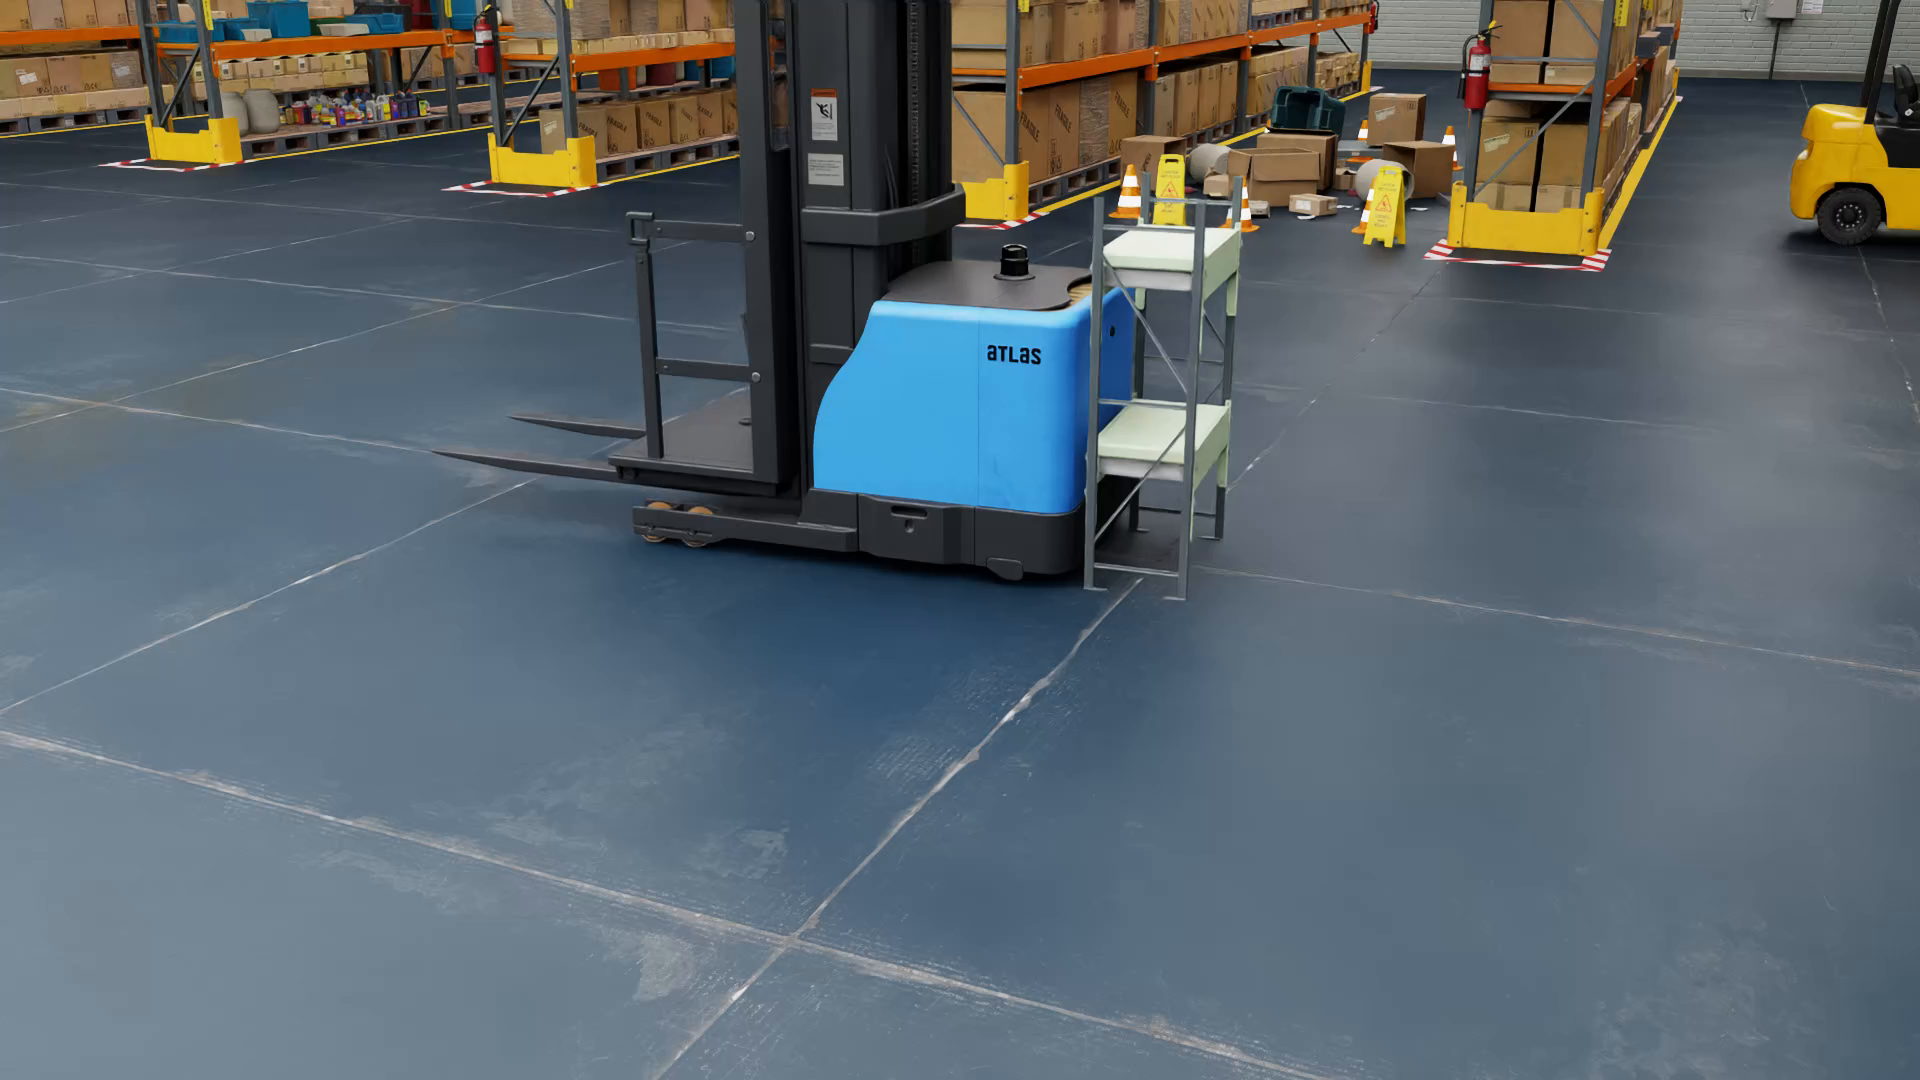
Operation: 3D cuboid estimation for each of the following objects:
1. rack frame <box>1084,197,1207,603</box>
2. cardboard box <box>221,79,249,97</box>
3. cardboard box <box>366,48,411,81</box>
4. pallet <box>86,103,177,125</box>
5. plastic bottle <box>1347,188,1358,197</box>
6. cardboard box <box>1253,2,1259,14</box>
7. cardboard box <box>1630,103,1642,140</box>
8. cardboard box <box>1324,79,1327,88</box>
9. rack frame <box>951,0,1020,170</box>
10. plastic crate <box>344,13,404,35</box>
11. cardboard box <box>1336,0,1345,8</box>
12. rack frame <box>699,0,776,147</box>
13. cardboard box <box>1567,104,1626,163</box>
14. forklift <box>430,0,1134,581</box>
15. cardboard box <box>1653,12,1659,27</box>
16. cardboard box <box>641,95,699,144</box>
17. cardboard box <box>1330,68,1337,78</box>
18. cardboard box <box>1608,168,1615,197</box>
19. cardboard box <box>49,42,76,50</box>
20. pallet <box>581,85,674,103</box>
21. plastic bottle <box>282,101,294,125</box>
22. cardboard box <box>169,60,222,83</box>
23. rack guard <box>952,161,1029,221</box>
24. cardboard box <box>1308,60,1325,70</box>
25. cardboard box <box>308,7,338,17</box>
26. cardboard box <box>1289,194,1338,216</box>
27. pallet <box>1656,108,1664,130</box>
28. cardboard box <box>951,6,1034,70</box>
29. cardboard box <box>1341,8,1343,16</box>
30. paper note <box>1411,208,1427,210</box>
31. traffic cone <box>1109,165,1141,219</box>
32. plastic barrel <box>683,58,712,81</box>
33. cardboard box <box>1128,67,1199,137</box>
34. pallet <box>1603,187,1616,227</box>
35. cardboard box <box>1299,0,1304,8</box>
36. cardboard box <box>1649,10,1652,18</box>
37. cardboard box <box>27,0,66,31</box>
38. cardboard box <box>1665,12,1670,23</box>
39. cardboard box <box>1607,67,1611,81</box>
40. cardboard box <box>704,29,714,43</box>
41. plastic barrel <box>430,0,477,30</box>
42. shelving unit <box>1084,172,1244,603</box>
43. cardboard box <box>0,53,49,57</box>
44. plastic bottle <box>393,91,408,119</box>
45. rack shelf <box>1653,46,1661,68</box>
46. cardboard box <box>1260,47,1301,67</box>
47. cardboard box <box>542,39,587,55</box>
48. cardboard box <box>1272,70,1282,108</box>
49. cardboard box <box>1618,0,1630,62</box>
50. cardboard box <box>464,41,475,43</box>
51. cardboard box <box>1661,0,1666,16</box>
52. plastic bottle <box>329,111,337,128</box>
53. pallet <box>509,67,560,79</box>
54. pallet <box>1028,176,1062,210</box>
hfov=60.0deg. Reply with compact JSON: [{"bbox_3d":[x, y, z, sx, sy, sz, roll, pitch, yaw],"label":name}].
[{"bbox_3d":[0.671,-0.495,6.121,0.400,1.500,0.023,7,21,18],"label":"rack frame"},{"bbox_3d":[-11.222,-6.897,25.363,0.500,0.250,0.500,9,22,24],"label":"cardboard box"},{"bbox_3d":[-9.739,-8.102,28.348,0.500,0.500,0.500,10,22,25],"label":"cardboard box"},{"bbox_3d":[-12.188,-6.198,24.083,1.003,0.211,1.213,9,21,23],"label":"pallet"},{"bbox_3d":[4.014,-3.508,16.741,0.133,0.061,0.283,13,23,32],"label":"plastic bottle"},{"bbox_3d":[3.811,-7.171,22.405,0.380,0.149,0.250,10,22,25],"label":"cardboard box"},{"bbox_3d":[7.651,-5.041,19.961,0.950,0.372,0.625,7,21,19],"label":"cardboard box"},{"bbox_3d":[5.714,-7.381,26.875,0.380,0.149,0.250,8,21,20],"label":"cardboard box"},{"bbox_3d":[0.058,-4.455,15.019,1.000,3.000,0.127,9,21,23],"label":"rack frame"},{"bbox_3d":[-7.512,-6.623,21.338,0.499,0.251,0.616,9,21,23],"label":"plastic crate"},{"bbox_3d":[5.840,-8.729,26.443,0.500,0.500,0.500,8,21,22],"label":"cardboard box"},{"bbox_3d":[-2.788,-6.389,20.458,1.000,3.000,0.127,9,21,23],"label":"rack frame"},{"bbox_3d":[5.841,-3.756,15.410,0.500,0.500,0.500,10,22,26],"label":"cardboard box"},{"bbox_3d":[-0.835,-1.507,6.831,3.031,2.935,1.130,7,21,18],"label":"forklift"},{"bbox_3d":[7.656,-5.862,18.724,0.380,0.149,0.250,9,21,24],"label":"cardboard box"},{"bbox_3d":[-3.398,-4.916,19.419,0.500,0.500,0.500,7,21,18],"label":"cardboard box"},{"bbox_3d":[5.909,-7.586,27.006,0.380,0.149,0.250,8,21,22],"label":"cardboard box"},{"bbox_3d":[5.626,-3.241,15.083,0.500,0.250,0.500,10,22,26],"label":"cardboard box"},{"bbox_3d":[-15.450,-8.483,28.300,0.500,0.250,0.500,8,21,22],"label":"cardboard box"},{"bbox_3d":[-5.383,-7.224,26.968,1.003,0.211,1.213,9,21,23],"label":"pallet"},{"bbox_3d":[-8.561,-5.433,21.167,0.061,0.283,0.133,9,22,24],"label":"plastic bottle"},{"bbox_3d":[-11.427,-7.008,24.839,0.500,0.311,0.500,9,21,23],"label":"cardboard box"},{"bbox_3d":[0.048,-3.270,15.417,1.175,0.500,0.348,9,21,23],"label":"rack guard"},{"bbox_3d":[5.614,-7.578,26.541,0.380,0.149,0.250,8,21,21],"label":"cardboard box"},{"bbox_3d":[-10.302,-8.541,26.884,0.380,0.149,0.250,9,21,23],"label":"cardboard box"},{"bbox_3d":[3.309,-3.141,15.579,0.250,0.149,0.380,-14,24,-33],"label":"cardboard box"},{"bbox_3d":[9.282,-5.915,23.286,1.003,0.211,1.213,9,21,23],"label":"pallet"},{"bbox_3d":[0.169,-4.645,15.330,0.875,0.550,0.550,9,21,23],"label":"cardboard box"},{"bbox_3d":[6.033,-8.624,27.117,0.380,0.149,0.250,9,21,24],"label":"cardboard box"},{"bbox_3d":[4.363,-3.148,15.774,0.142,0.019,0.148,1,20,4],"label":"paper note"},{"bbox_3d":[1.571,-3.227,15.353,0.336,0.463,0.334,9,21,23],"label":"traffic cone"},{"bbox_3d":[-4.559,-8.343,28.457,0.600,0.901,0.708,9,21,23],"label":"plastic barrel"},{"bbox_3d":[2.267,-5.312,20.160,1.050,0.750,0.750,9,21,23],"label":"cardboard box"},{"bbox_3d":[5.512,-3.131,15.458,1.003,0.211,1.213,9,21,23],"label":"pallet"},{"bbox_3d":[4.884,-7.975,24.664,0.380,0.149,0.250,9,21,23],"label":"cardboard box"},{"bbox_3d":[6.912,-5.672,17.221,0.500,0.500,0.500,9,21,23],"label":"cardboard box"},{"bbox_3d":[-12.627,-7.189,22.556,0.700,0.500,0.500,9,22,24],"label":"cardboard box"},{"bbox_3d":[9.366,-7.077,22.616,0.500,0.250,0.500,8,21,22],"label":"cardboard box"},{"bbox_3d":[5.216,-3.913,13.870,0.380,0.149,0.250,8,21,21],"label":"cardboard box"},{"bbox_3d":[-3.099,-5.871,19.377,0.380,0.149,0.250,9,21,23],"label":"cardboard box"},{"bbox_3d":[-6.872,-7.382,22.500,0.600,0.901,0.708,9,21,23],"label":"plastic barrel"},{"bbox_3d":[0.791,-0.611,6.447,0.431,1.500,0.755,7,21,18],"label":"shelving unit"},{"bbox_3d":[-12.911,-6.448,22.980,0.500,0.500,0.500,9,21,23],"label":"cardboard box"},{"bbox_3d":[-7.386,-5.733,21.909,0.144,0.351,0.185,7,21,20],"label":"plastic bottle"},{"bbox_3d":[8.710,-6.525,21.912,1.077,0.370,4.000,9,21,23],"label":"rack shelf"},{"bbox_3d":[4.675,-7.079,24.382,0.500,0.250,0.500,10,22,25],"label":"cardboard box"},{"bbox_3d":[-4.091,-5.102,17.215,0.380,0.149,0.250,9,21,23],"label":"cardboard box"},{"bbox_3d":[4.265,-6.414,23.630,0.500,0.500,0.500,8,21,21],"label":"cardboard box"},{"bbox_3d":[5.272,-4.259,13.876,0.500,0.500,0.500,9,22,24],"label":"cardboard box"},{"bbox_3d":[-9.176,-8.946,30.720,0.500,0.500,0.500,9,21,23],"label":"cardboard box"},{"bbox_3d":[8.537,-6.696,20.798,0.500,0.250,0.500,9,22,24],"label":"cardboard box"},{"bbox_3d":[-7.875,-5.278,20.853,0.097,0.201,0.097,0,20,0],"label":"plastic bottle"},{"bbox_3d":[-8.266,-9.091,32.217,1.003,0.211,1.213,9,21,23],"label":"pallet"},{"bbox_3d":[0.314,-3.396,16.204,1.003,0.211,1.213,9,21,23],"label":"pallet"}]
